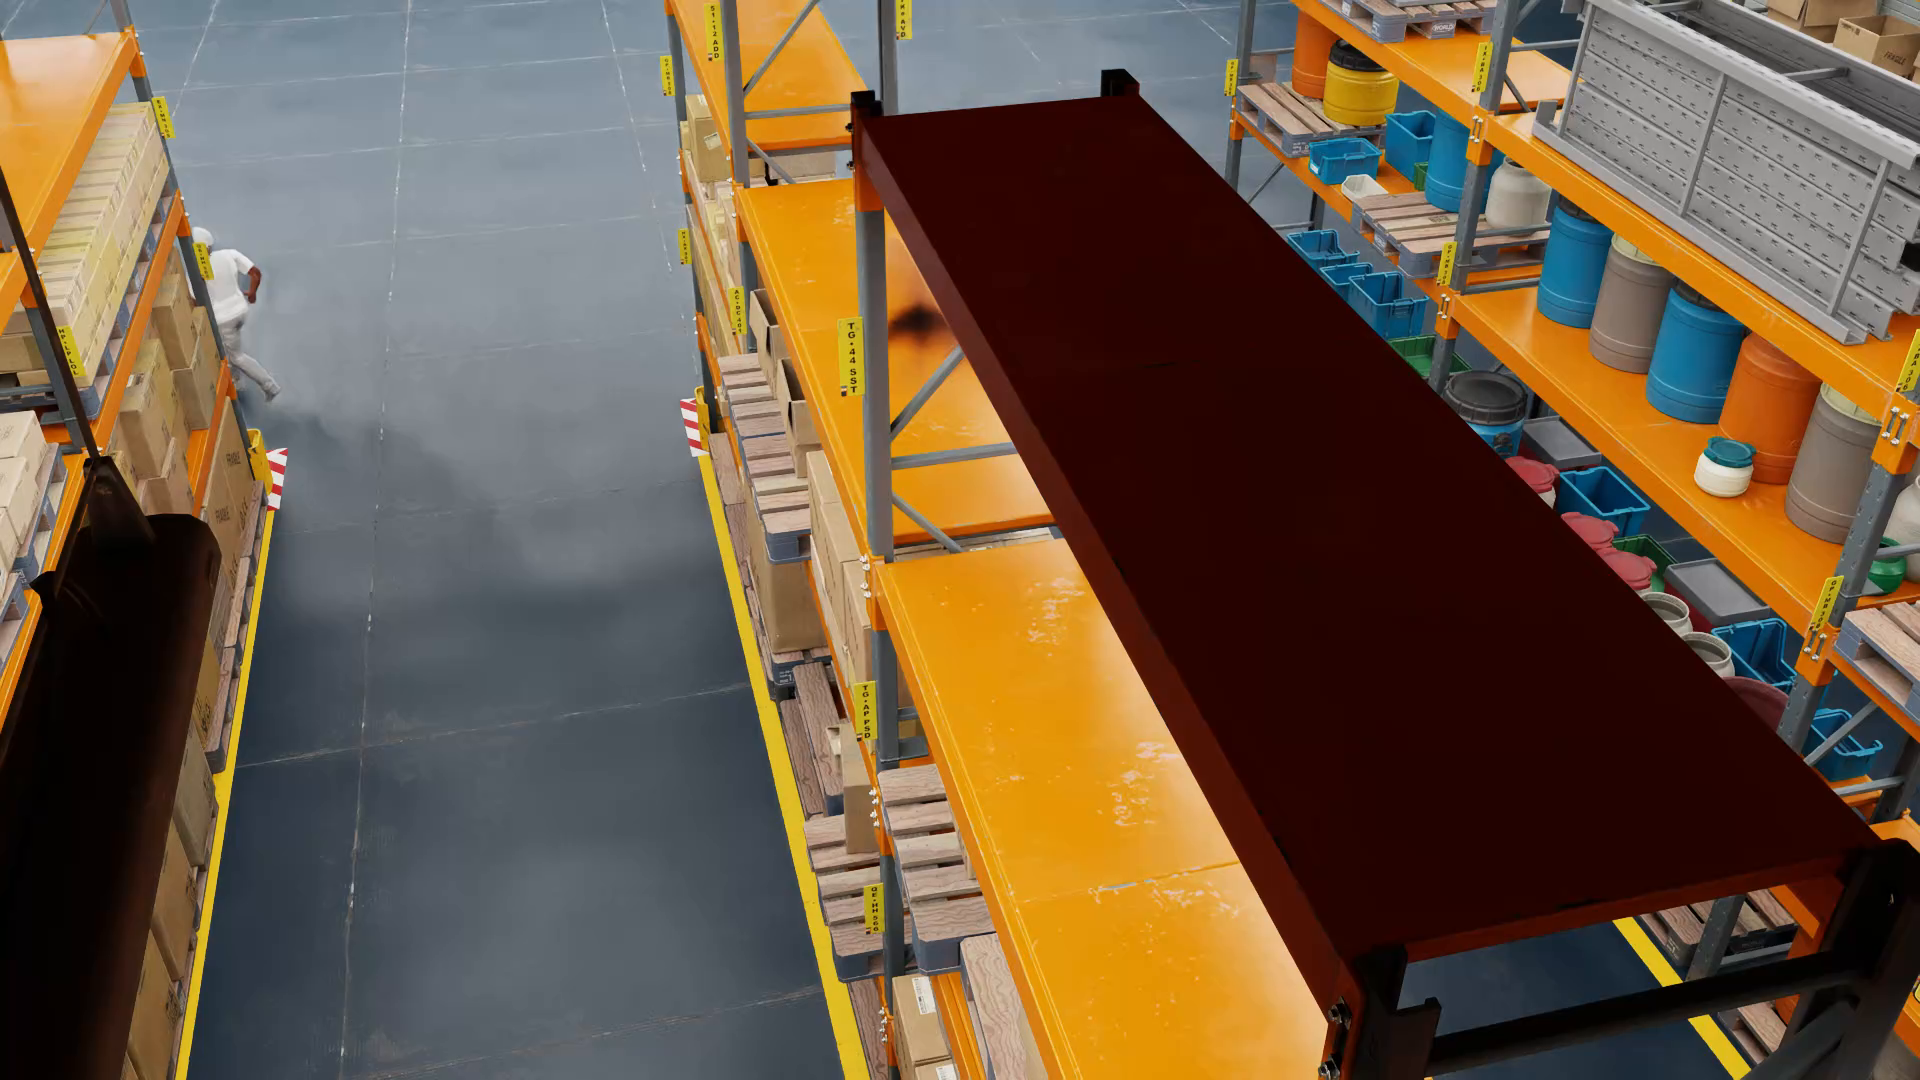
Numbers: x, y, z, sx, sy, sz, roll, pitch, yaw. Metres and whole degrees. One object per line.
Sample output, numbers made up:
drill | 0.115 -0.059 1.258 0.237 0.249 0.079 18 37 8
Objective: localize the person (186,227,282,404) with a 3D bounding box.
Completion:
person | -6.835 -2.076 15.562 0.997 1.759 0.657 15 37 21
